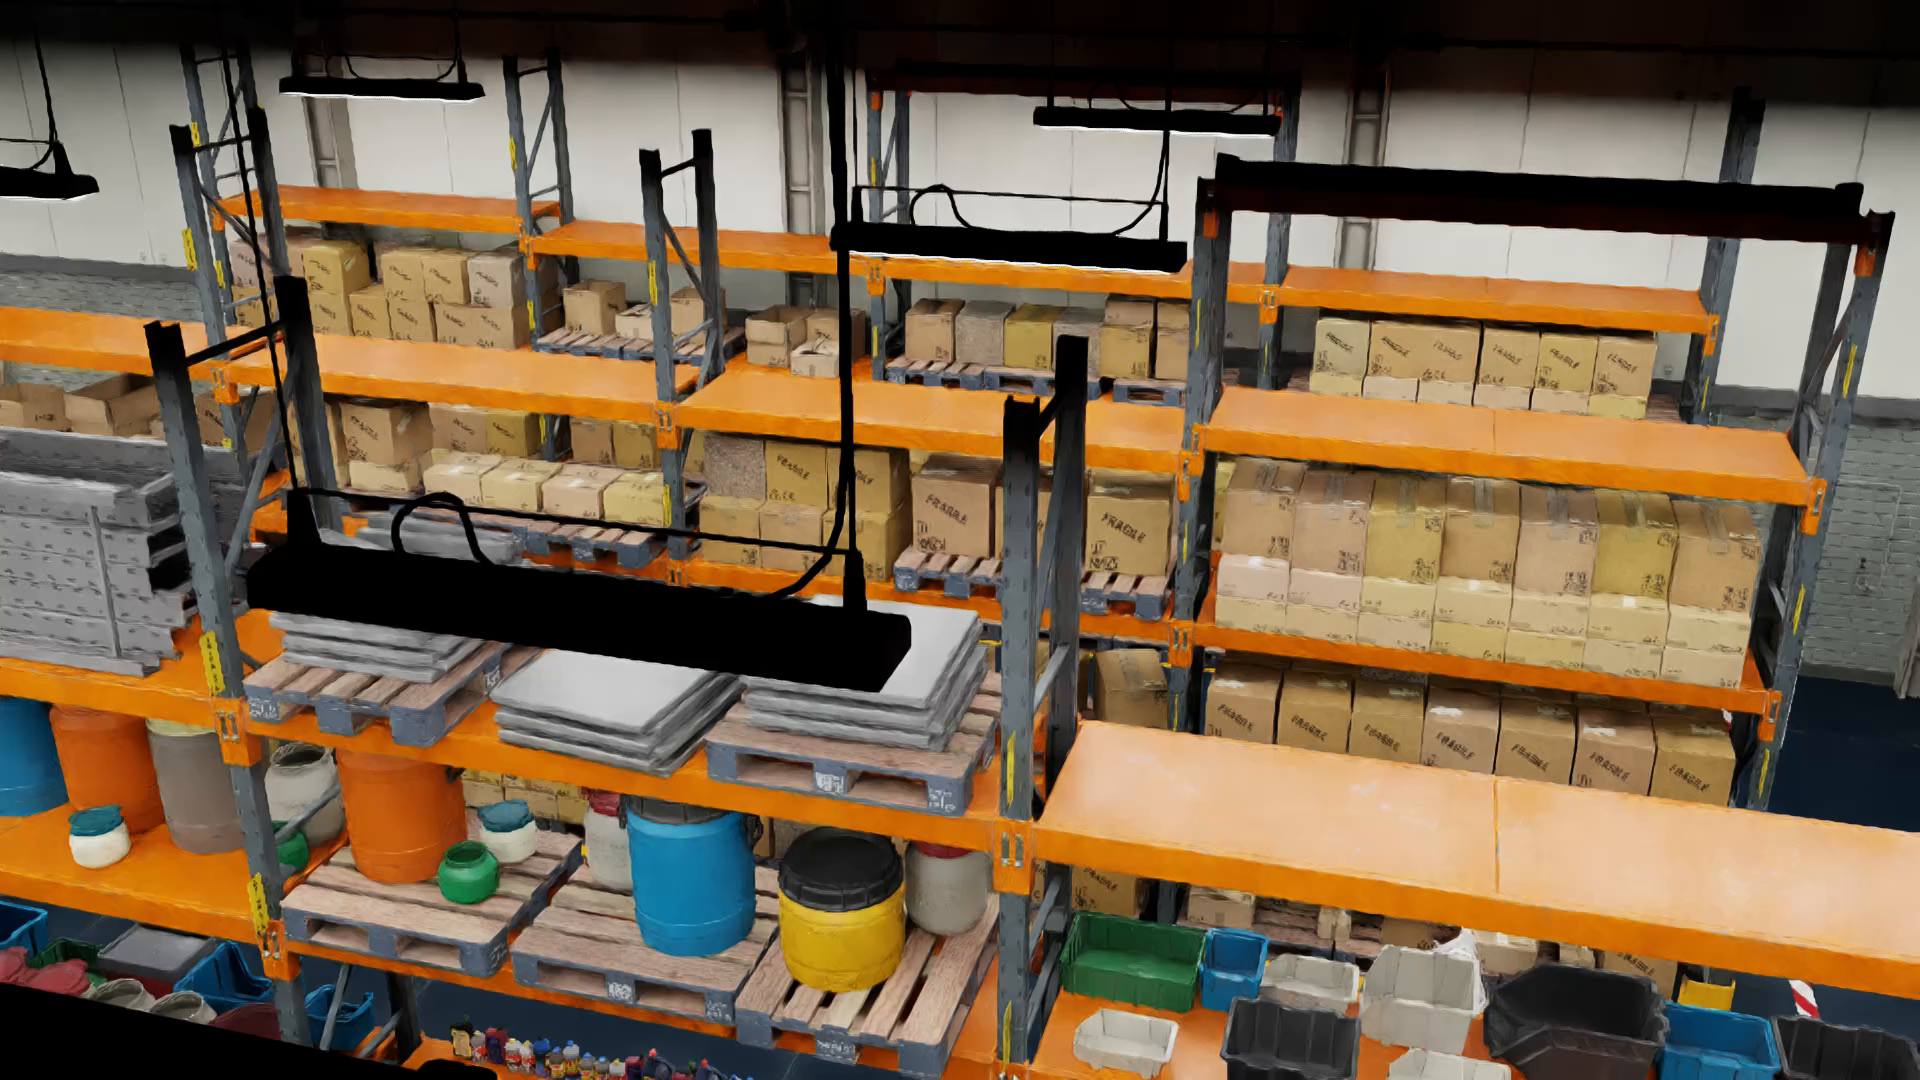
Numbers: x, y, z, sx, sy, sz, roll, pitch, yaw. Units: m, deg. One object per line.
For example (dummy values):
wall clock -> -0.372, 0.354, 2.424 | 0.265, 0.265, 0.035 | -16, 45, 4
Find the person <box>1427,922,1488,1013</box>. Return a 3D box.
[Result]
person -> 3.292, 3.136, 11.006 | 0.542, 1.715, 0.682 | 5, 23, 13
